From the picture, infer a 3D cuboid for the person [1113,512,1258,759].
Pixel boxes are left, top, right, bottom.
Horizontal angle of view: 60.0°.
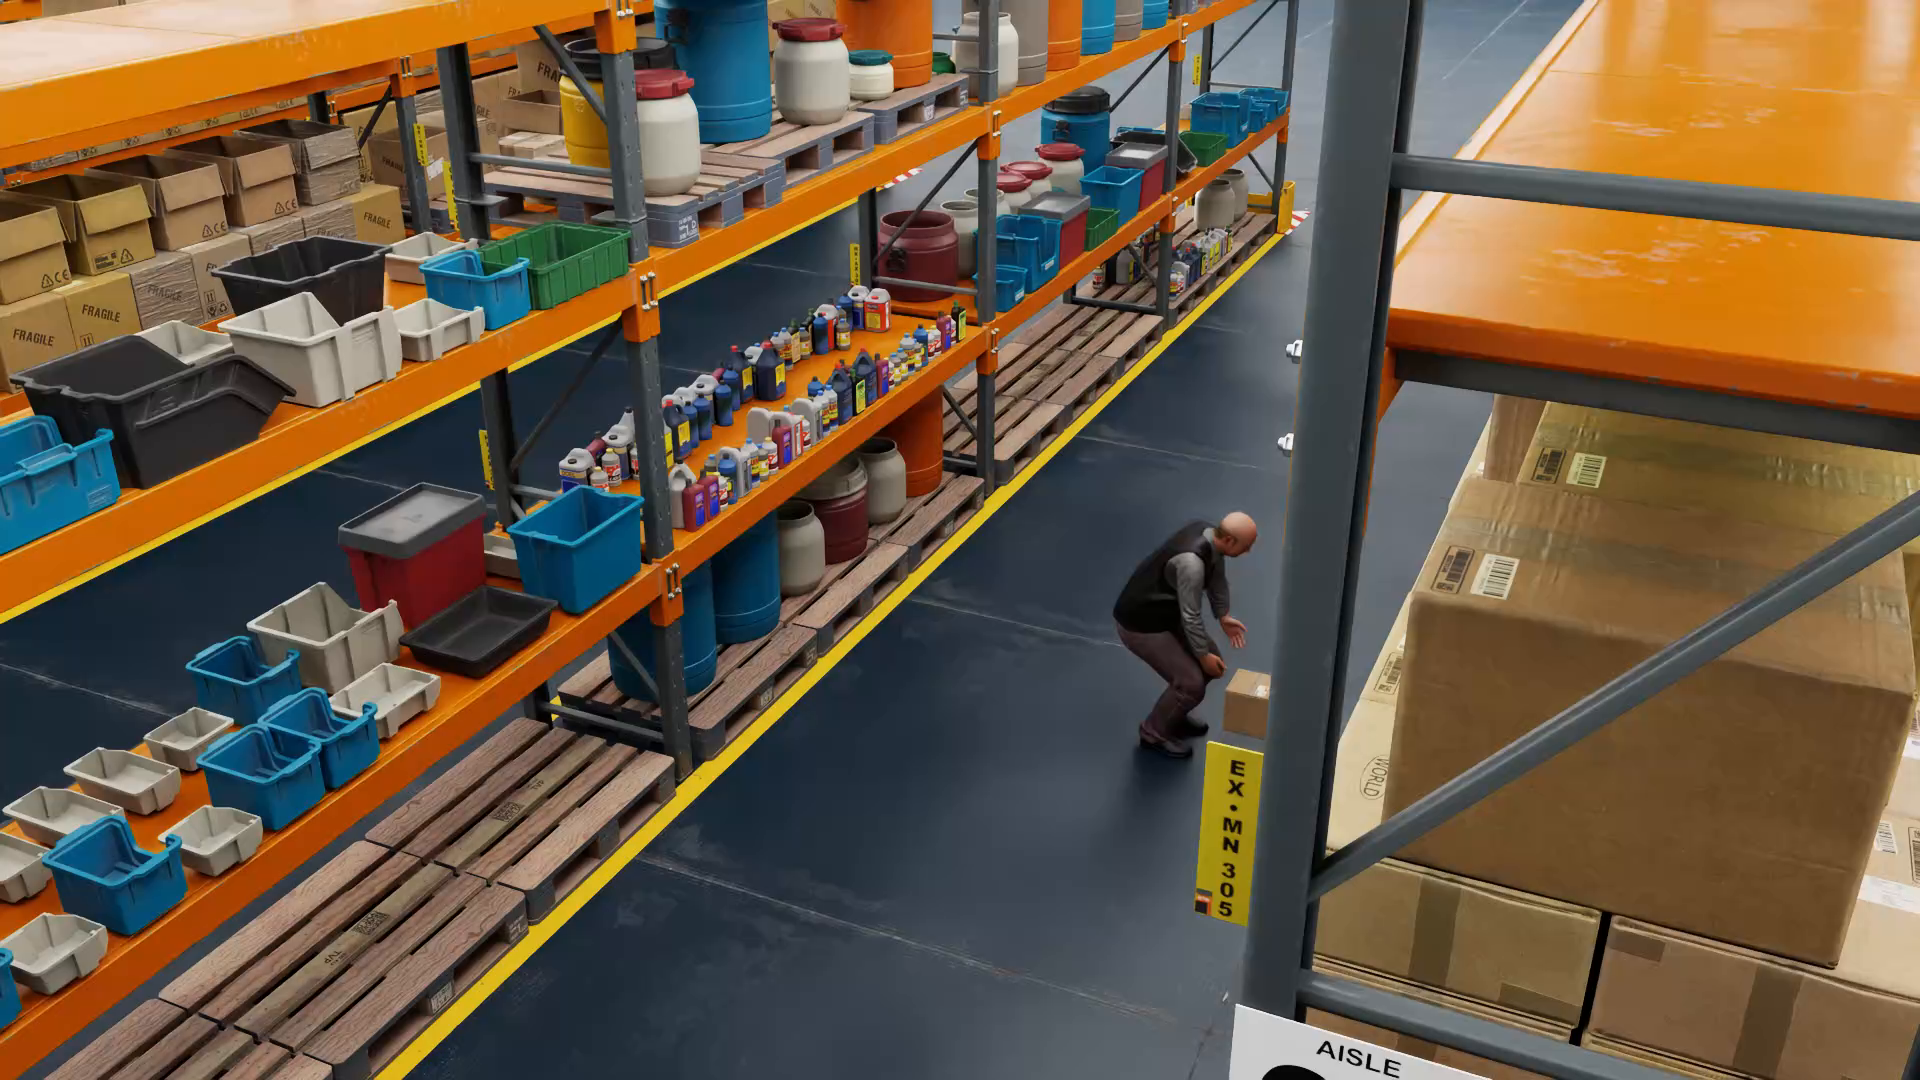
[{"bbox_3d":[1.194,0.451,8.901,0.708,1.405,0.592,11,28,22],"label":"person"}]
